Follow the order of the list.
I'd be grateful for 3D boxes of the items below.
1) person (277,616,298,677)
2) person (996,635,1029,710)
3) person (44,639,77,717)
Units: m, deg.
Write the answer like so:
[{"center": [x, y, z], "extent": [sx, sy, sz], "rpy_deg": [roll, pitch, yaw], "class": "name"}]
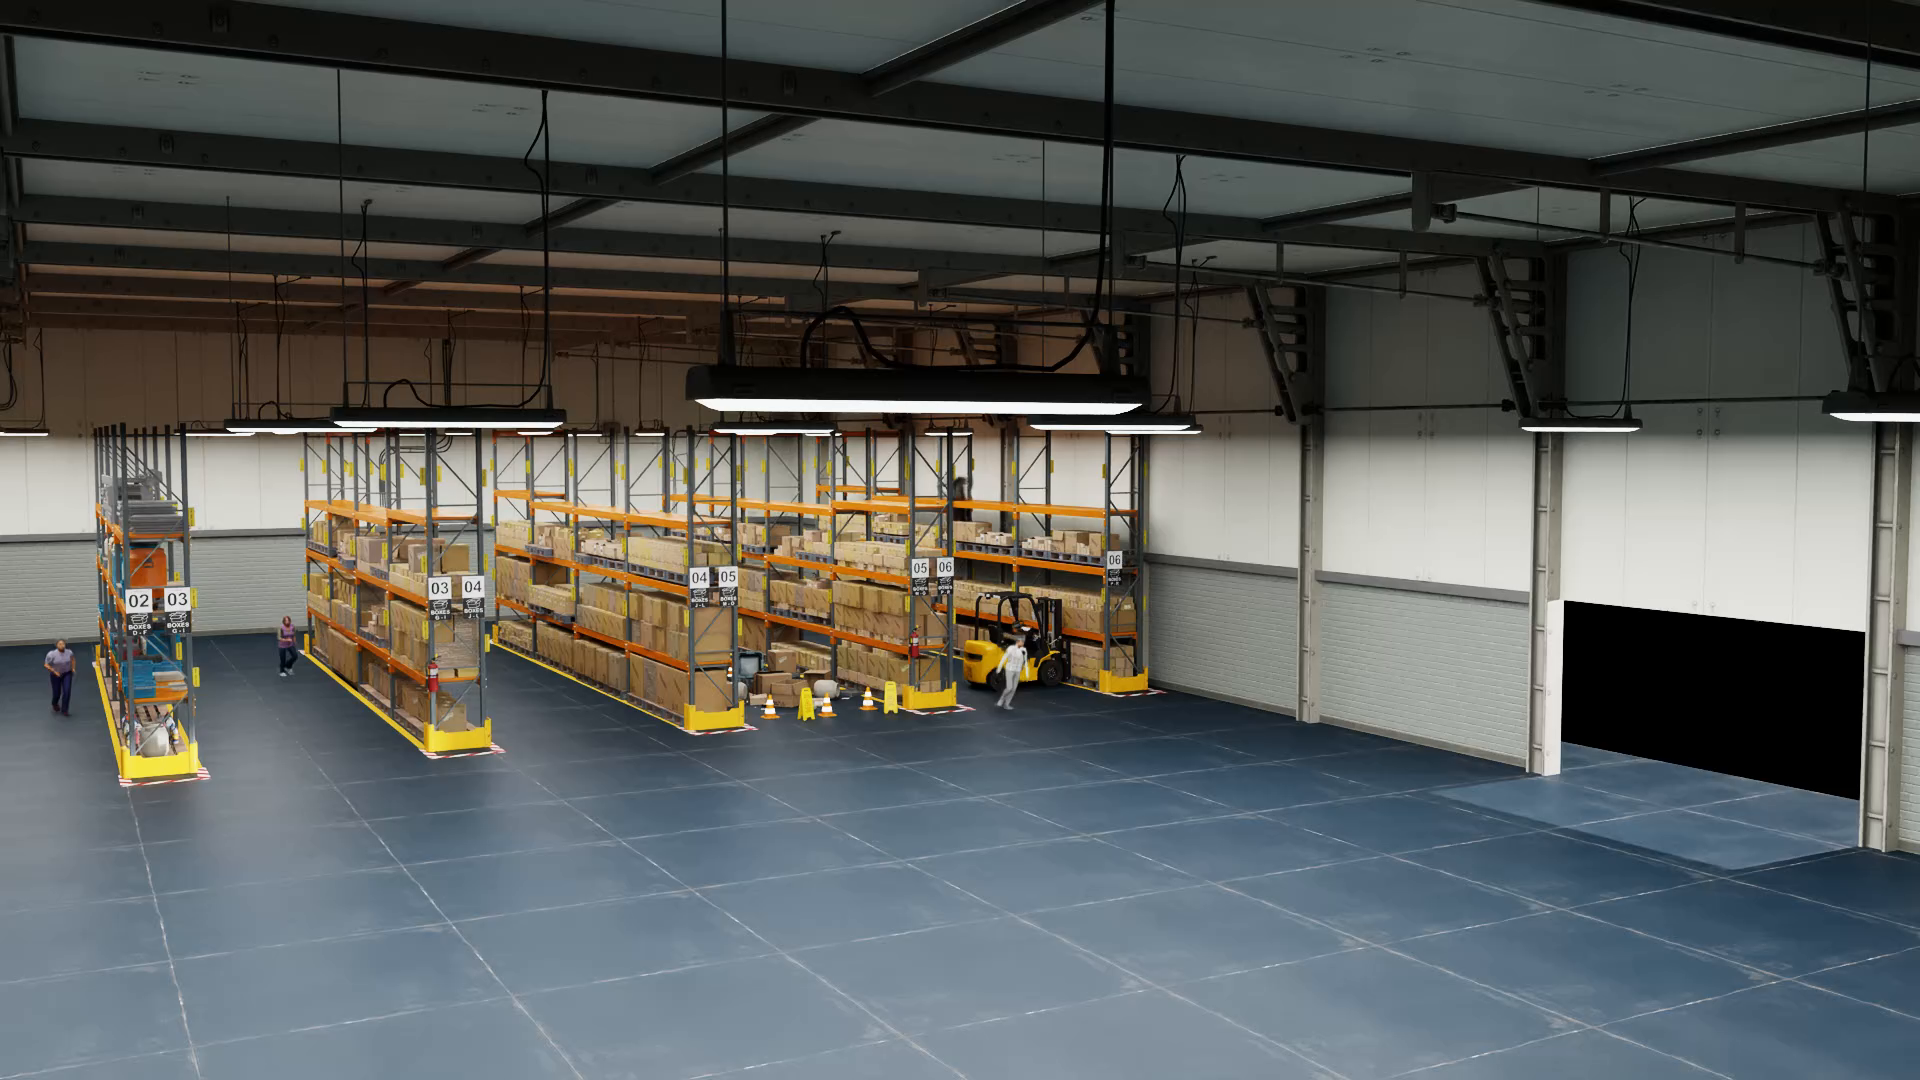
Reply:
[{"center": [-16.135, 2.553, 39.887], "extent": [0.545, 1.494, 0.829], "rpy_deg": [-3, 5, -42], "class": "person"}, {"center": [1.130, 2.793, 35.131], "extent": [0.620, 1.619, 0.556], "rpy_deg": [-2, 4, -27], "class": "person"}, {"center": [-18.701, 2.840, 34.558], "extent": [0.603, 1.608, 0.782], "rpy_deg": [-3, 4, -37], "class": "person"}]
